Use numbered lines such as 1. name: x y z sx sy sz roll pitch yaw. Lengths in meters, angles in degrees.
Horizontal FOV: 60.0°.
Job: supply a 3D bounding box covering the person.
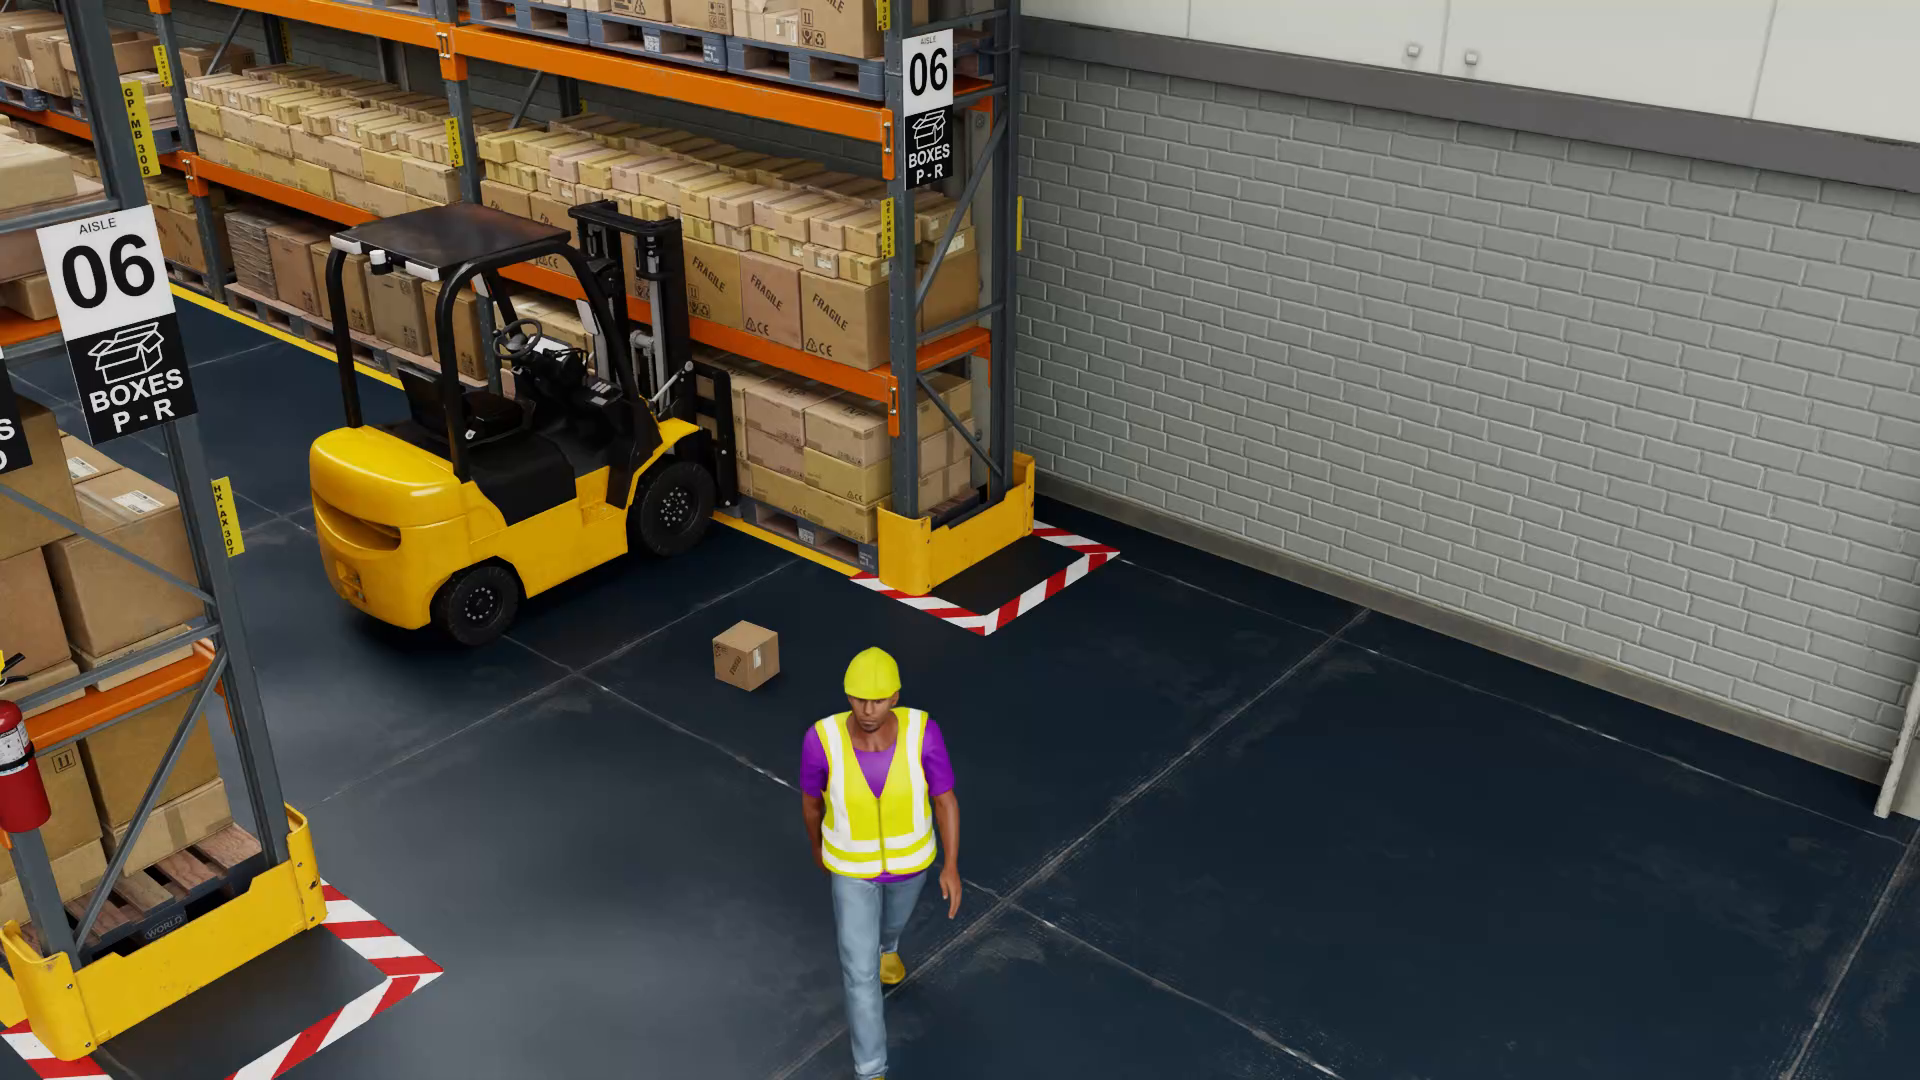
1. person: -0.290 1.213 6.226 0.435 1.717 1.043 -5 28 -11
